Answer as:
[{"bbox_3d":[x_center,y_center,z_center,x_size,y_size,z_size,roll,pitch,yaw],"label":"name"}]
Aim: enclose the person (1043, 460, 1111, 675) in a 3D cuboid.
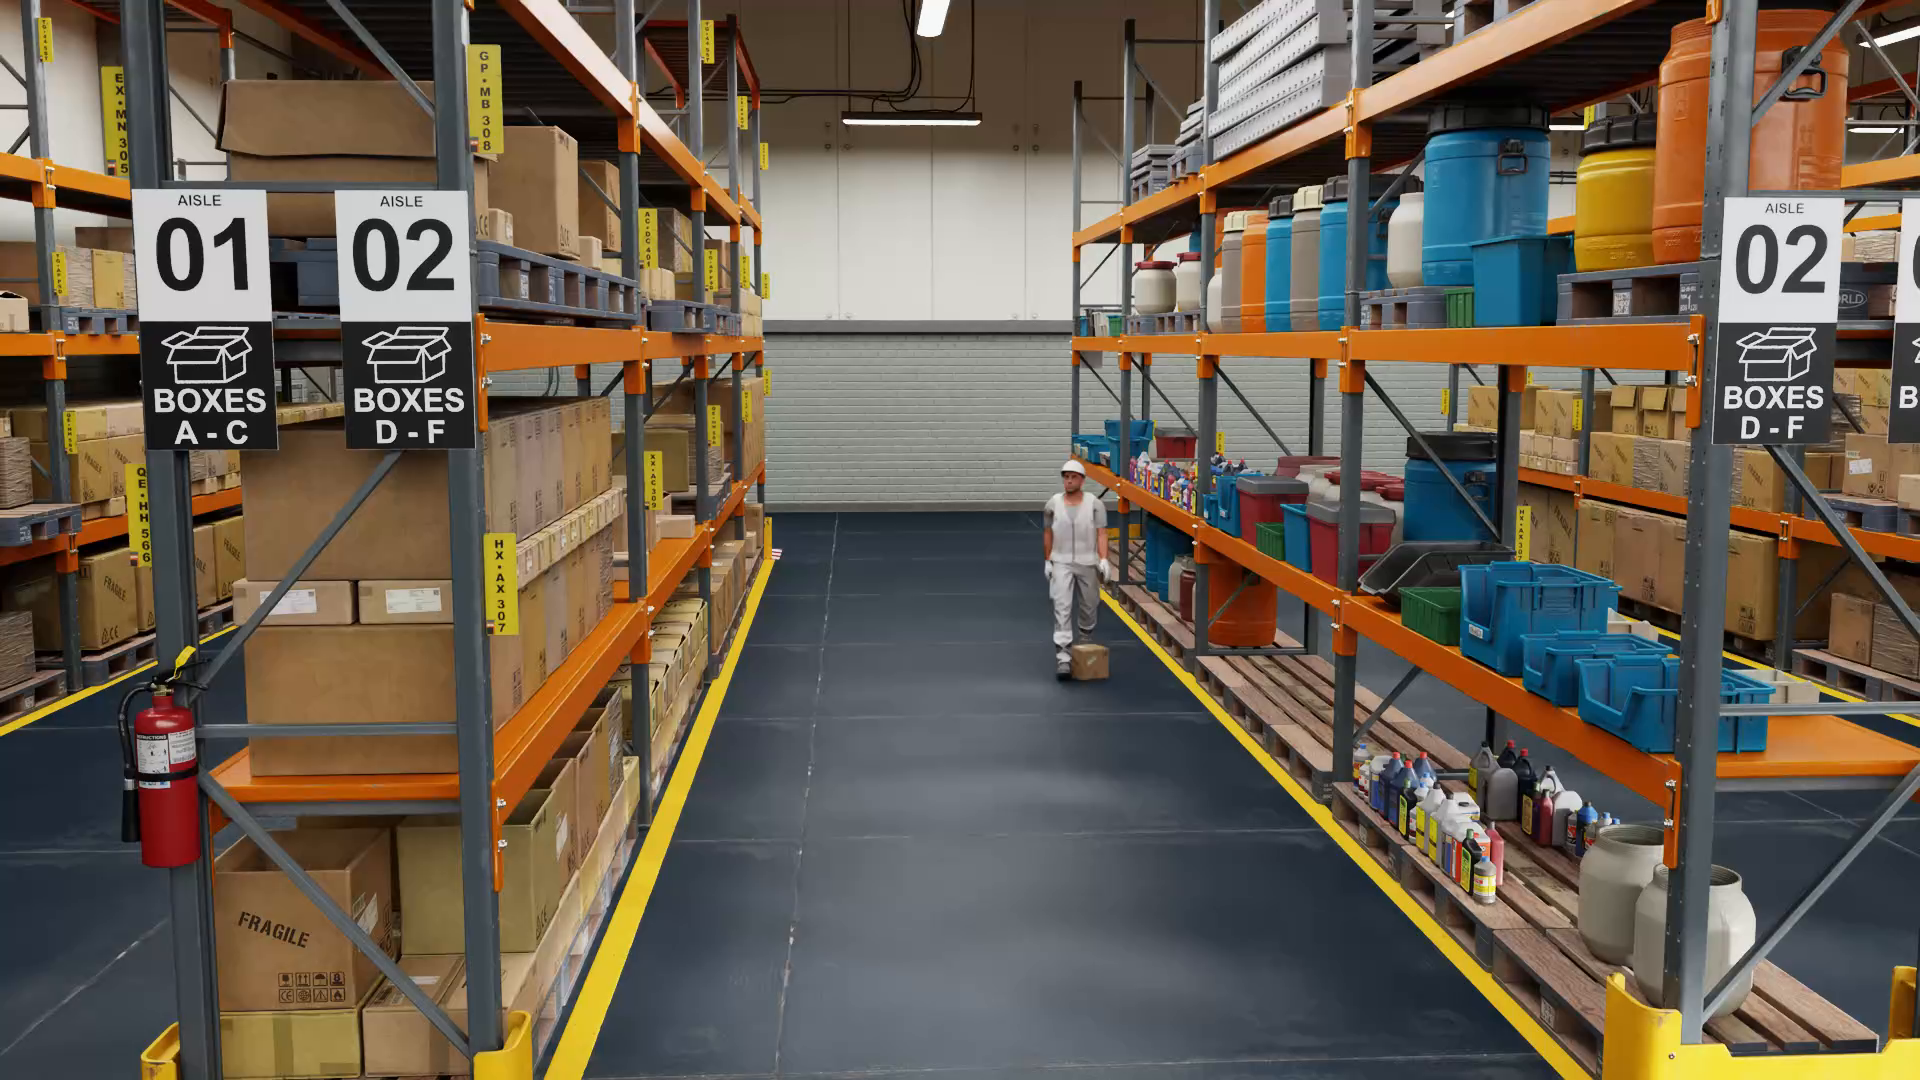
[{"bbox_3d":[0.973,0.204,13.868,0.567,1.750,1.010,0,7,4],"label":"person"}]
